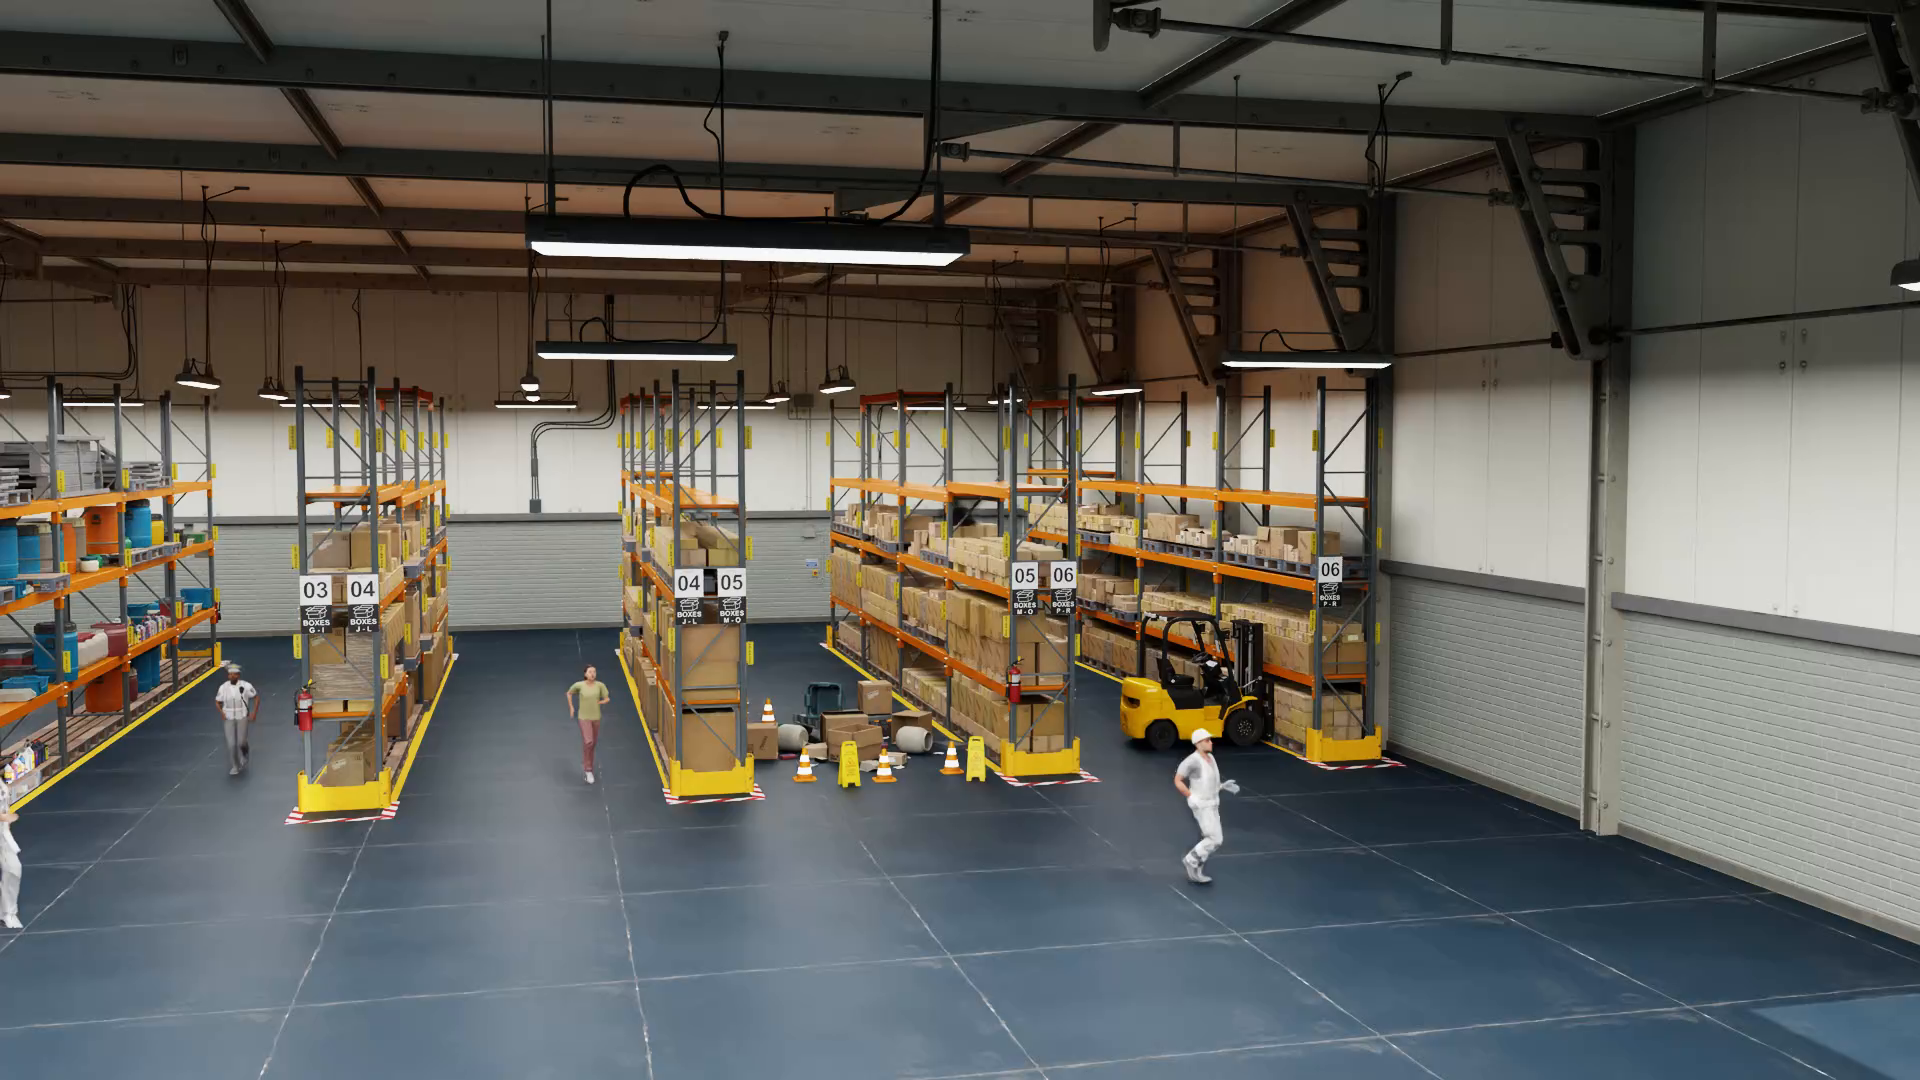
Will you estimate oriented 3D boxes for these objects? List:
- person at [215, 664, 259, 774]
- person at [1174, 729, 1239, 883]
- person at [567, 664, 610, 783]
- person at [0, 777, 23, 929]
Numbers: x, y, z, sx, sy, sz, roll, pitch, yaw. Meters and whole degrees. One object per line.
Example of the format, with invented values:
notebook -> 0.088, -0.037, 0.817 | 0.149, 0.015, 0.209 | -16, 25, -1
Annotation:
person -> -10.893, 2.686, 25.047 | 0.608, 1.659, 0.557 | -1, 4, -17
person -> 2.799, 2.999, 18.697 | 0.584, 1.742, 0.643 | 2, 4, 34
person -> -5.483, 2.684, 24.656 | 0.564, 1.712, 0.778 | -2, 4, -31
person -> -9.961, 3.115, 17.045 | 0.836, 1.869, 0.735 | 1, 3, 12
